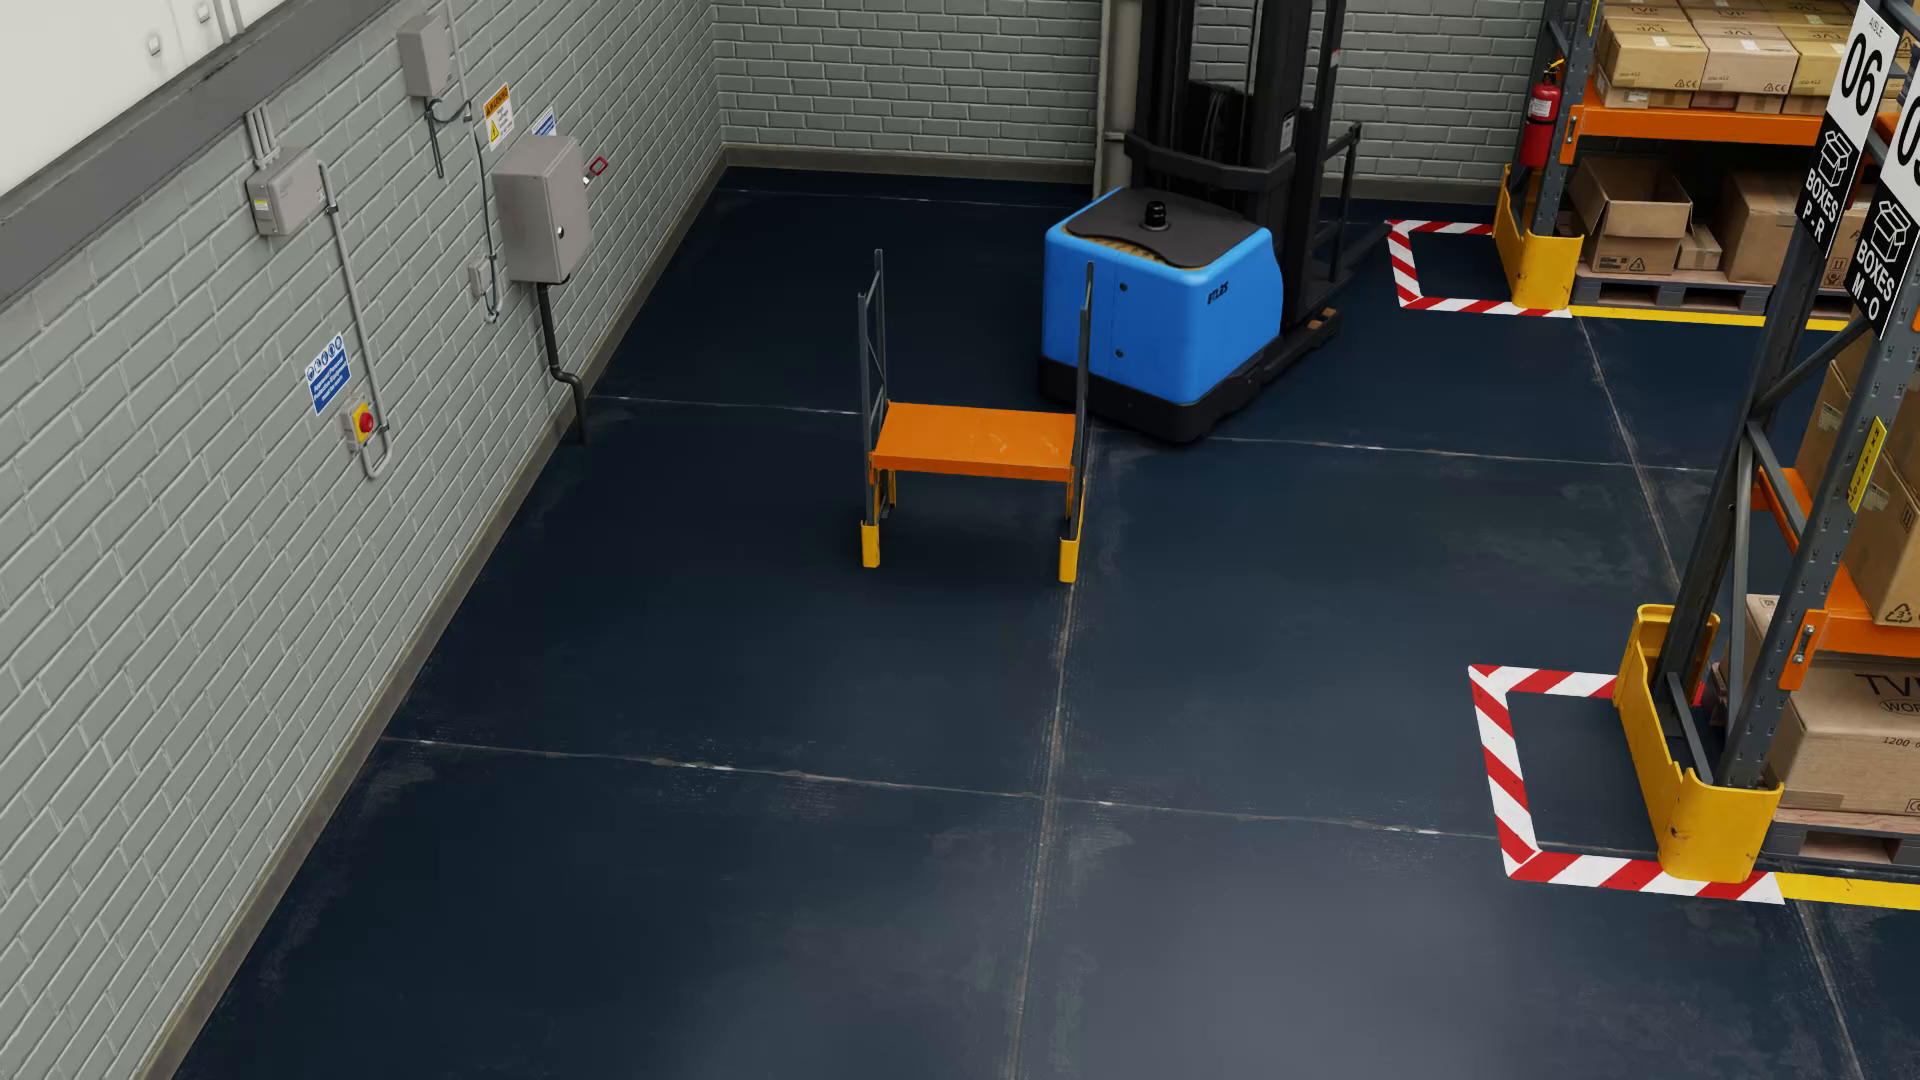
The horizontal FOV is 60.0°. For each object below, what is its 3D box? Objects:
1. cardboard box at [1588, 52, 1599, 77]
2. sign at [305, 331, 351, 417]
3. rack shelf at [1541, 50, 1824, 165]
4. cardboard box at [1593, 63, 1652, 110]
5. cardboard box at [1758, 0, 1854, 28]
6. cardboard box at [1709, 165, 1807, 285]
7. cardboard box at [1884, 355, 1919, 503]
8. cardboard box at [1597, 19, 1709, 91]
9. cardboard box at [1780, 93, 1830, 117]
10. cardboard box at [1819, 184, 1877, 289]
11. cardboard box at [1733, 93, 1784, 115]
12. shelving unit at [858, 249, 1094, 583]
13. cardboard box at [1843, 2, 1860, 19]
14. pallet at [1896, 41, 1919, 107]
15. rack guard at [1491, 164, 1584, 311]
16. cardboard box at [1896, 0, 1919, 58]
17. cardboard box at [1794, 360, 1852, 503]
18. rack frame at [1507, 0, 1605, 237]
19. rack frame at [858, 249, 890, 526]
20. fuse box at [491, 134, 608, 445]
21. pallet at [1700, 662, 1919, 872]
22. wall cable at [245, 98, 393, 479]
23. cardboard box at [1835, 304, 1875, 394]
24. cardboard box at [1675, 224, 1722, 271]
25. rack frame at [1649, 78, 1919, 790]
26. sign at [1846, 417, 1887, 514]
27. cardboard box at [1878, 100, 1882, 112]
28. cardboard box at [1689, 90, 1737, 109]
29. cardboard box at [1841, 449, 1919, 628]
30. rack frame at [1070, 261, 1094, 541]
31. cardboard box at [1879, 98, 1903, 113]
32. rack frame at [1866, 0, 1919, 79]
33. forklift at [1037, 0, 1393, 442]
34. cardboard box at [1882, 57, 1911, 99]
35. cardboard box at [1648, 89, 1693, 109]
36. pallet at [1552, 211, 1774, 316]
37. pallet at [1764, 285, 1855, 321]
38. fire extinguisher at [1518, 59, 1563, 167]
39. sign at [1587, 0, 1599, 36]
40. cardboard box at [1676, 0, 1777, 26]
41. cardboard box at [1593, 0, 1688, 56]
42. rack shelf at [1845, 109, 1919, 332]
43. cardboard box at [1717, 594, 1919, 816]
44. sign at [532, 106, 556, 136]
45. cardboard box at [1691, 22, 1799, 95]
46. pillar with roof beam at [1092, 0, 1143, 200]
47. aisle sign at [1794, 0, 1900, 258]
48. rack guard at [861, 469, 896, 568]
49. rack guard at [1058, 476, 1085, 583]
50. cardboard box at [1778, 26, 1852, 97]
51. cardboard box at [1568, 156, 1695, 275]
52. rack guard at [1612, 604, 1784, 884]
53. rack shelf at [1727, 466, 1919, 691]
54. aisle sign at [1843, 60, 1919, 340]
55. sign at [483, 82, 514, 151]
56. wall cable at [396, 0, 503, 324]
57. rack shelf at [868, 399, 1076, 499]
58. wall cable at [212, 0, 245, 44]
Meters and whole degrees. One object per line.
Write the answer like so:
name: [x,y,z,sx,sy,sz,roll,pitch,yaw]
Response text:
cardboard box: [4.096,-3.072,10.545,0.250,0.149,0.380,4,36,5]
sign: [-2.558,-0.674,6.737,0.001,0.218,0.327,4,36,6]
rack shelf: [5.717,-2.603,10.292,4.000,0.370,1.077,4,36,6]
cardboard box: [4.025,-2.759,10.107,0.250,0.149,0.380,4,36,6]
cardboard box: [5.225,-3.145,10.304,0.500,0.250,0.500,5,36,7]
cardboard box: [5.171,-2.012,10.634,0.500,0.500,0.700,6,36,8]
cardboard box: [3.545,-0.432,5.683,0.500,0.500,0.500,4,36,5]
cardboard box: [4.149,-2.915,9.982,0.500,0.250,0.500,4,36,6]
cardboard box: [5.055,-2.697,10.020,0.250,0.149,0.380,5,36,7]
cardboard box: [5.683,-1.915,10.499,0.500,0.500,0.500,5,36,7]
cardboard box: [4.791,-2.714,10.043,0.250,0.149,0.380,5,36,7]
shelving unit: [0.076,-0.605,8.163,1.083,1.500,0.587,4,36,6]
cardboard box: [5.744,-3.106,10.250,0.500,0.250,0.500,4,36,6]
pallet: [3.842,-1.320,5.368,1.213,0.211,1.003,4,36,6]
rack guard: [3.809,-2.021,11.008,0.348,0.500,1.175,4,36,6]
cardboard box: [5.637,-3.110,9.609,0.500,0.500,0.500,5,36,7]
cardboard box: [3.617,-0.341,6.417,0.500,0.500,0.500,4,36,6]
rack frame: [3.734,-3.044,10.290,0.127,3.000,1.000,4,36,6]
rack frame: [-0.420,-0.642,8.215,0.032,1.500,0.500,4,36,6]
fuse box: [-2.079,-1.262,8.903,0.414,1.711,0.539,4,36,6]
pallet: [3.908,0.966,7.073,1.213,0.211,1.003,4,36,6]
wall cable: [-2.491,-1.014,6.544,0.123,1.953,0.585,4,36,6]
cardboard box: [3.614,-0.733,6.105,0.500,0.500,0.500,5,36,8]
cardboard box: [4.745,-1.901,10.781,0.250,0.149,0.380,3,36,4]
rack frame: [3.105,-0.184,6.282,0.127,3.000,1.000,4,36,6]
sign: [3.028,-0.249,5.560,0.005,0.325,0.100,4,36,6]
cardboard box: [5.296,-2.635,9.934,0.250,0.149,0.380,3,36,5]
cardboard box: [4.548,-2.768,10.119,0.250,0.149,0.380,4,36,5]
cardboard box: [3.545,-0.023,5.972,0.500,0.500,0.500,4,36,6]
rack frame: [0.589,-0.567,8.110,0.032,1.500,0.500,4,36,6]
cardboard box: [5.560,-2.628,9.923,0.250,0.149,0.380,5,36,7]
rack frame: [3.105,-2.625,4.539,0.127,3.000,1.000,4,36,6]
forklift: [1.739,-2.539,9.642,1.130,2.935,3.031,24,42,29]
cardboard box: [5.662,-2.817,9.845,0.500,0.250,0.500,3,36,5]
cardboard box: [4.283,-2.767,10.118,0.250,0.149,0.380,5,36,7]
pallet: [4.600,-1.845,11.010,1.213,0.211,1.003,4,36,6]
pallet: [5.806,-1.753,10.882,1.213,0.211,1.003,4,36,6]
fire extinguisher: [3.529,-2.605,10.063,0.183,0.674,0.296,4,36,6]
sign: [3.665,-3.084,9.600,0.005,0.325,0.100,4,36,6]
cardboard box: [4.735,-3.184,10.359,0.500,0.250,0.500,4,36,6]
cardboard box: [4.224,-3.223,10.414,0.500,0.250,0.500,5,36,7]
rack shelf: [5.089,-0.964,5.412,4.000,0.370,1.077,4,36,6]
cardboard box: [3.772,0.680,6.917,0.875,0.438,0.875,3,36,4]
sign: [-2.221,-2.048,8.976,0.001,0.494,0.329,4,36,6]
cardboard box: [4.649,-2.878,9.930,0.500,0.250,0.500,5,36,6]
pillar with roof beam: [0.626,-3.724,6.079,0.400,9.000,9.100,4,36,6]
aisle sign: [3.073,-1.426,5.785,0.004,0.787,0.394,4,36,6]
rack guard: [-0.418,-0.133,8.578,0.087,0.250,0.587,4,36,6]
rack guard: [0.570,-0.059,8.475,0.087,0.250,0.587,4,36,6]
cardboard box: [5.153,-2.842,9.881,0.500,0.250,0.500,4,36,5]
cardboard box: [4.328,-2.099,10.753,0.637,0.503,0.797,3,36,4]
rack guard: [3.081,0.832,7.011,0.348,0.500,1.175,4,36,6]
rack shelf: [5.089,0.257,6.284,4.000,0.370,1.077,4,36,6]
aisle sign: [2.997,-1.080,5.300,0.004,0.787,0.394,4,36,6]
sign: [-2.291,-2.107,8.266,0.001,0.242,0.339,4,36,6]
wall cable: [-2.322,-1.819,7.699,0.122,1.984,0.588,4,36,6]
rack shelf: [0.085,-0.458,8.267,1.000,0.185,0.538,4,36,6]
wall cable: [-2.573,-2.884,4.902,0.029,3.000,0.463,4,36,6]
